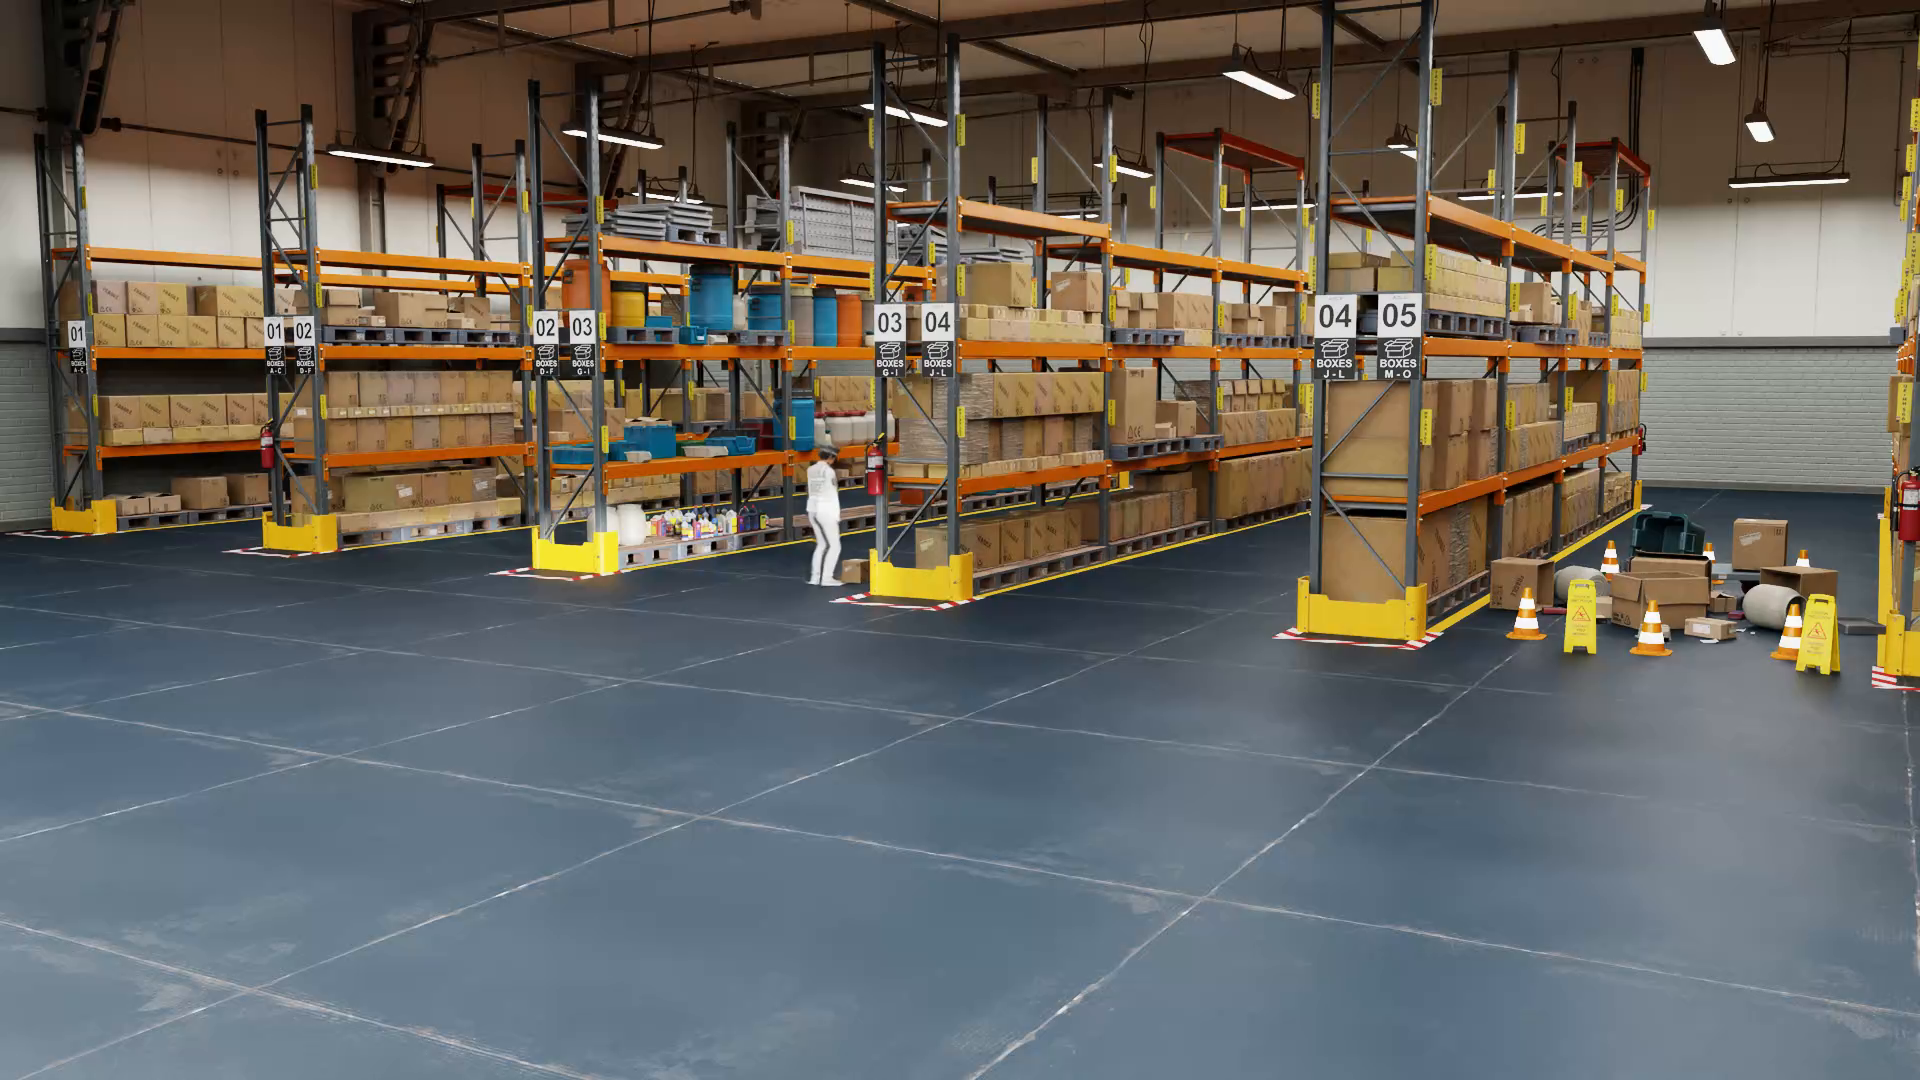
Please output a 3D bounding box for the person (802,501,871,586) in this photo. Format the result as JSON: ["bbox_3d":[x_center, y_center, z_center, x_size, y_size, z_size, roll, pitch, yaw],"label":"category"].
[{"bbox_3d":[-1.417,0.028,19.398,0.902,0.971,0.431,-6,8,-43],"label":"person"}]
